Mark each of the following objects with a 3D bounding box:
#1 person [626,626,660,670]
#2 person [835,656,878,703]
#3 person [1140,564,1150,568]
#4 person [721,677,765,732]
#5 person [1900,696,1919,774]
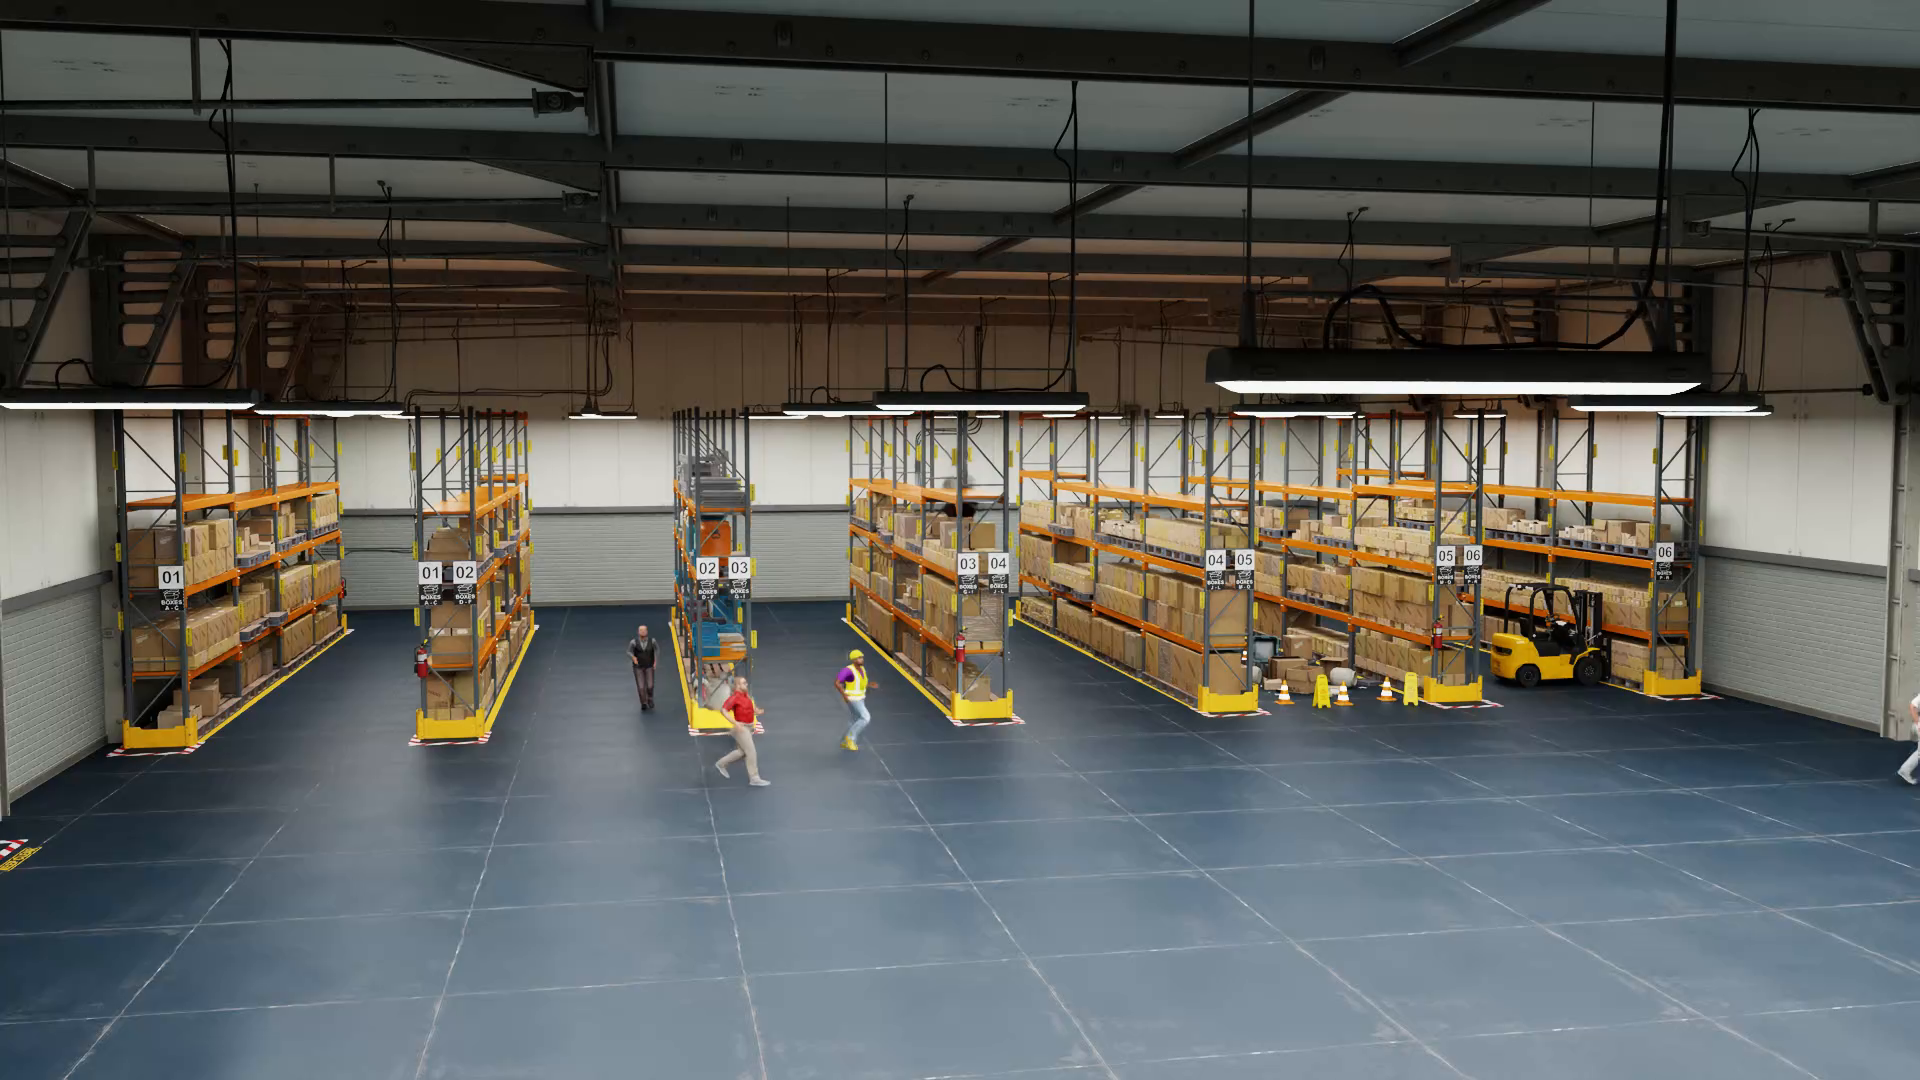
[{"bbox_3d":[-6.258,2.144,32.853,0.659,0.899,0.575,-1,4,-11],"label":"person"},{"bbox_3d":[-1.765,2.386,28.951,0.645,0.871,0.670,1,4,20],"label":"person"},{"bbox_3d":[5.582,1.404,50.788,0.990,1.409,0.551,-1,4,-7],"label":"person"},{"bbox_3d":[-3.377,2.562,26.114,0.597,0.827,0.672,1,4,10],"label":"person"},{"bbox_3d":[15.063,2.987,25.953,0.578,1.522,0.712,-4,5,-41],"label":"person"}]
